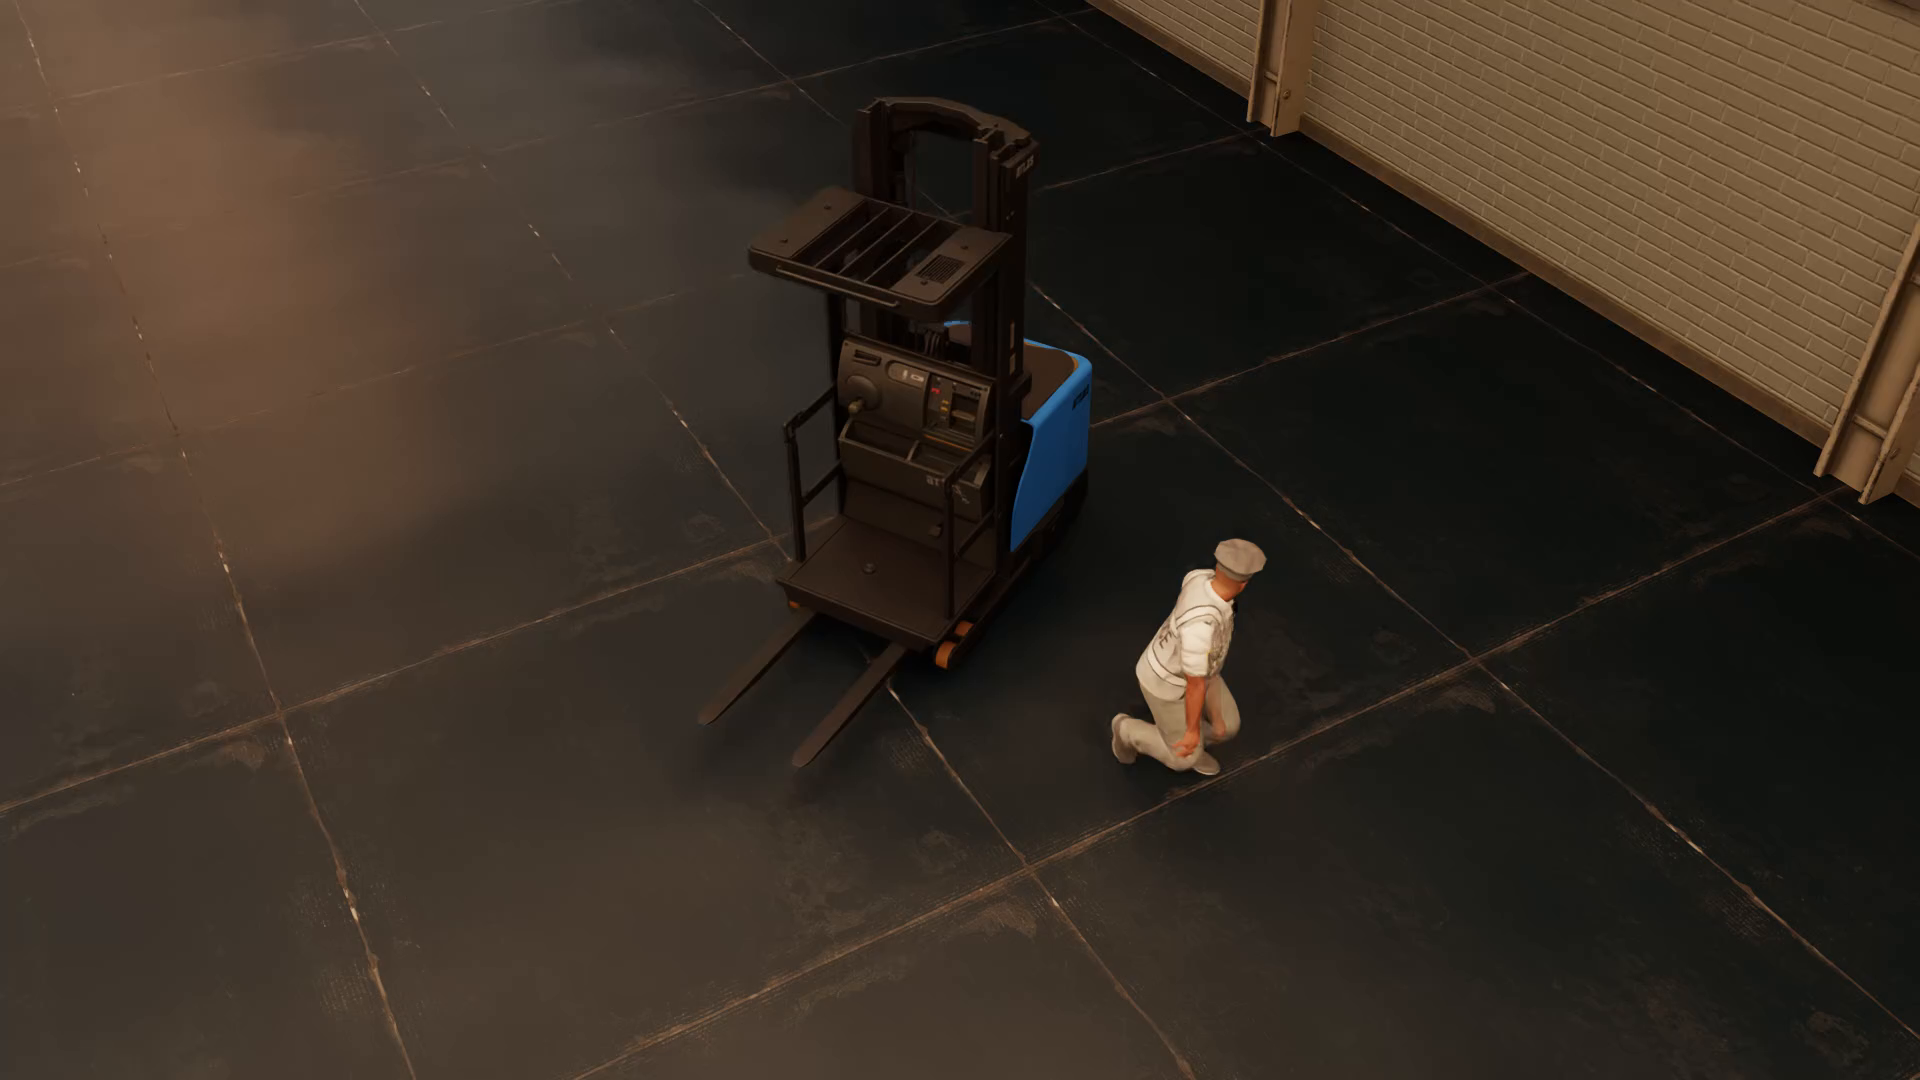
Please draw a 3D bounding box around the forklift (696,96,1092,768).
[{"bbox_3d":[-0.360,-0.727,8.913,1.130,2.935,3.031,20,44,22],"label":"forklift"}]

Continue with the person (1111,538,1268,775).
[{"bbox_3d":[1.116,0.640,8.380,0.650,1.546,0.831,20,44,22],"label":"person"}]
